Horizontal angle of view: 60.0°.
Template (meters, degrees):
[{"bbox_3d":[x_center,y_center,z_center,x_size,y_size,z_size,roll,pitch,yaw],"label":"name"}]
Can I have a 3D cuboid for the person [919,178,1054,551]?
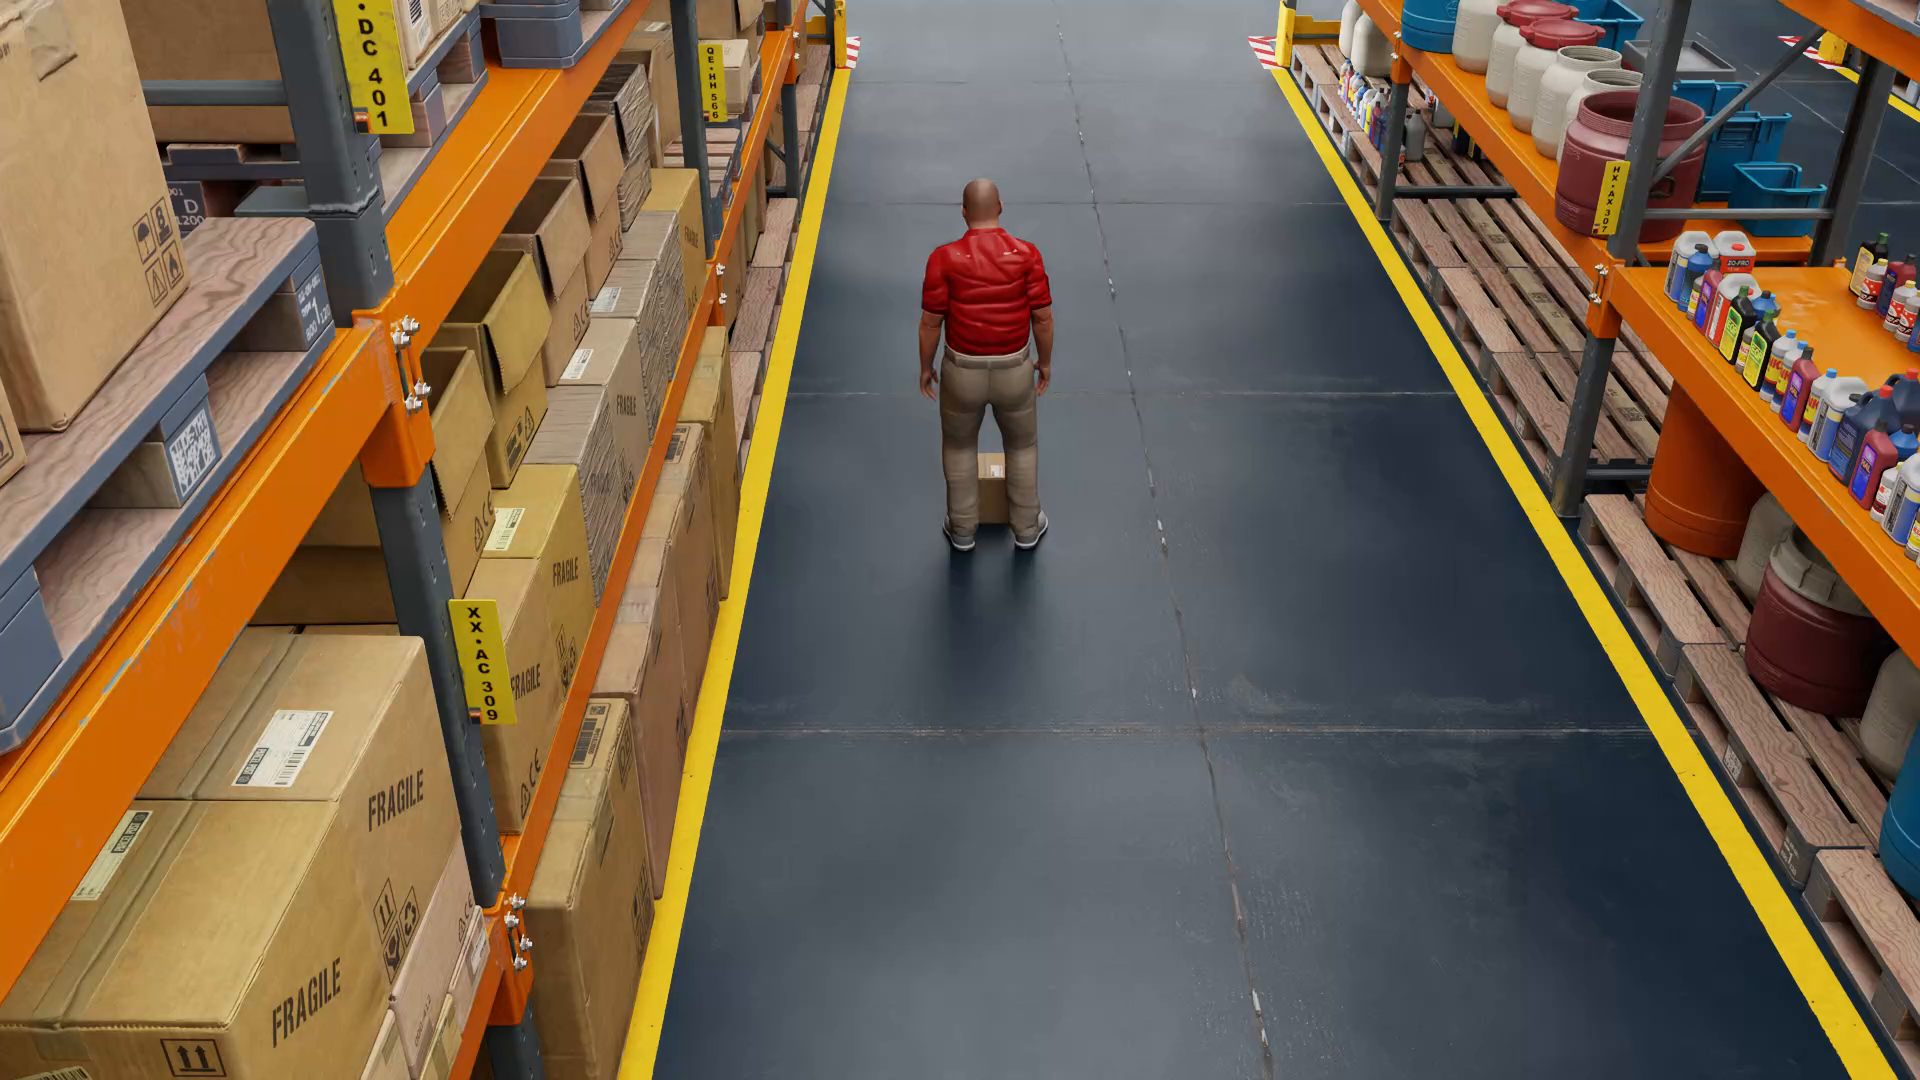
[{"bbox_3d":[0.121,-0.749,7.376,0.606,1.728,0.386,-2,31,-3],"label":"person"}]
